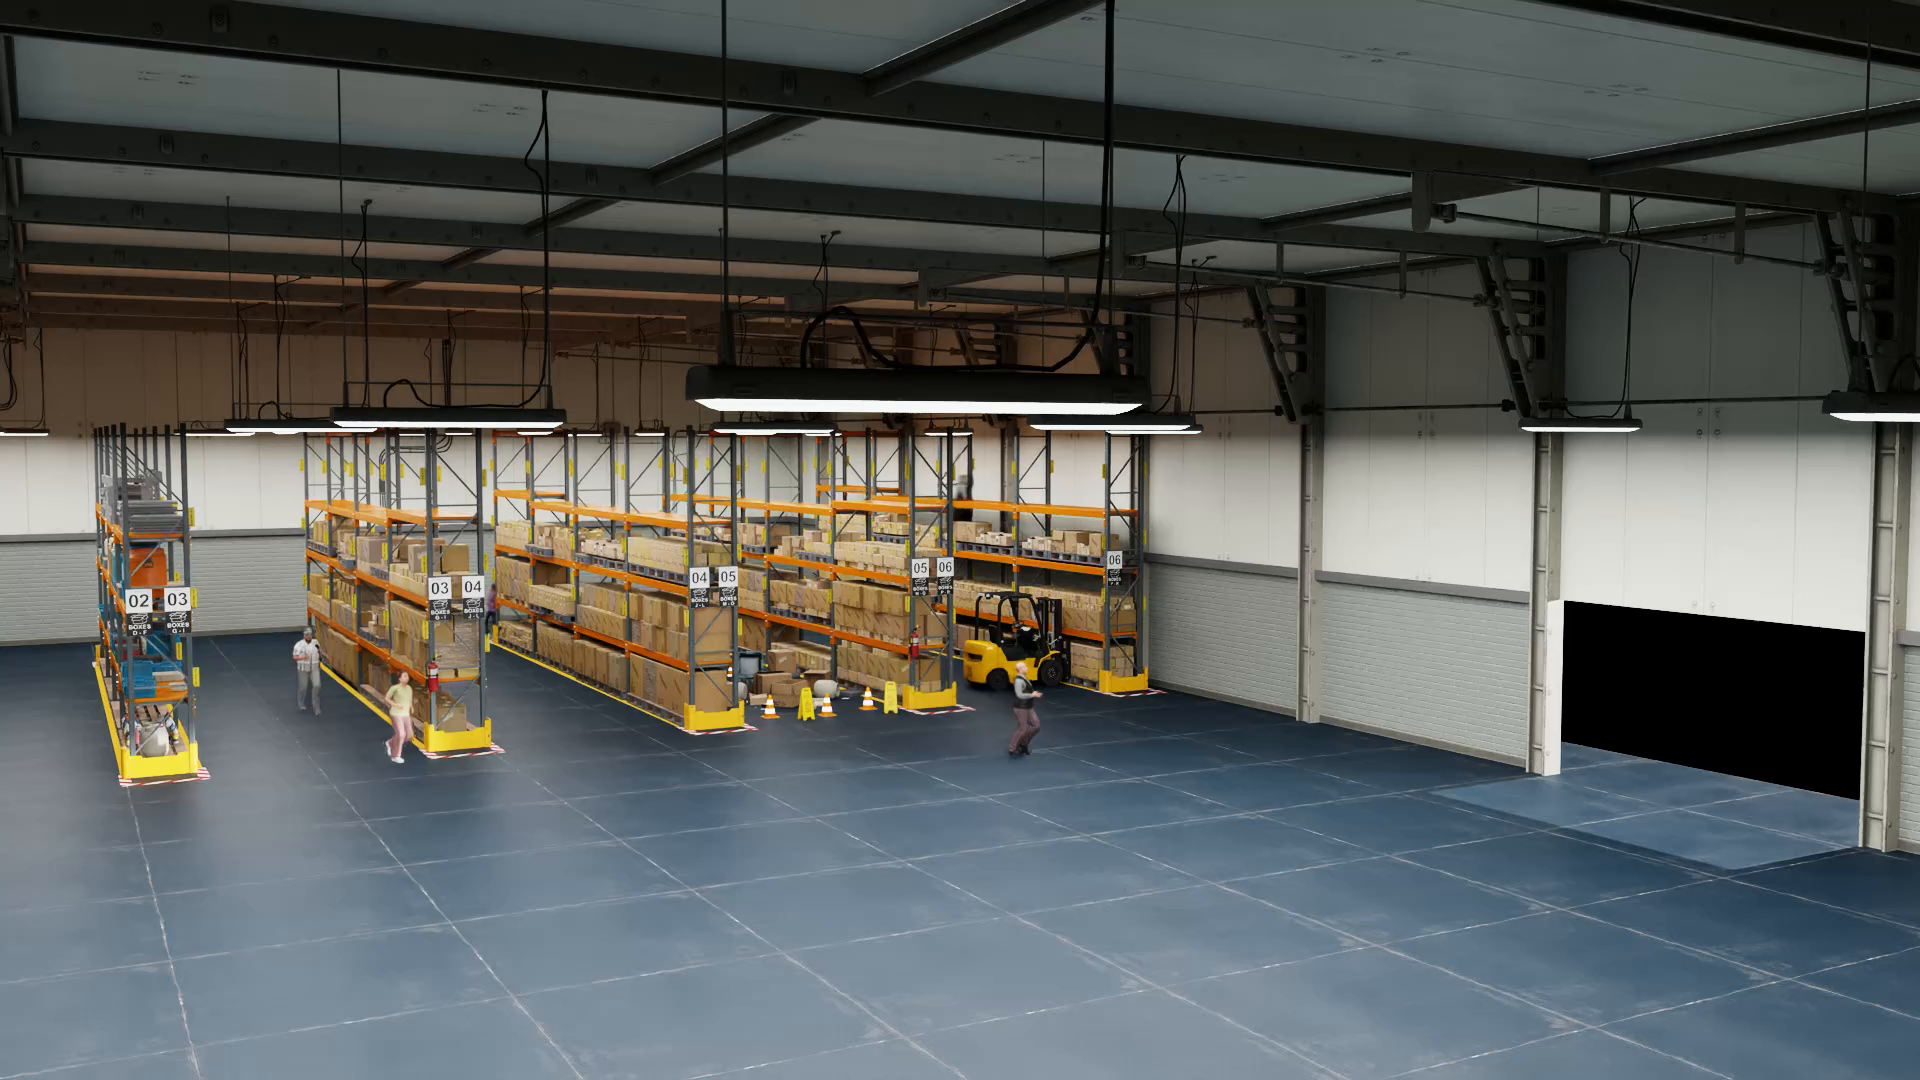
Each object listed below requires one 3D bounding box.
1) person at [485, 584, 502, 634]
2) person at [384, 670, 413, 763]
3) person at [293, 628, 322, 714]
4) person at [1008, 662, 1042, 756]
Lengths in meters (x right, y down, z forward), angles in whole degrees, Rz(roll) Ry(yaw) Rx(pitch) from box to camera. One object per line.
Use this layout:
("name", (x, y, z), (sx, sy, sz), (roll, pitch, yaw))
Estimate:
("person", (-13.364, 2.065, 47.717), (0.526, 1.609, 0.670), (3, 5, 41))
("person", (-9.978, 3.127, 29.656), (0.589, 1.618, 0.606), (2, 4, 33))
("person", (-13.656, 2.735, 34.823), (0.603, 1.833, 0.866), (-2, 4, -35))
("person", (1.185, 3.059, 29.974), (0.658, 1.725, 0.641), (1, 4, 16))
